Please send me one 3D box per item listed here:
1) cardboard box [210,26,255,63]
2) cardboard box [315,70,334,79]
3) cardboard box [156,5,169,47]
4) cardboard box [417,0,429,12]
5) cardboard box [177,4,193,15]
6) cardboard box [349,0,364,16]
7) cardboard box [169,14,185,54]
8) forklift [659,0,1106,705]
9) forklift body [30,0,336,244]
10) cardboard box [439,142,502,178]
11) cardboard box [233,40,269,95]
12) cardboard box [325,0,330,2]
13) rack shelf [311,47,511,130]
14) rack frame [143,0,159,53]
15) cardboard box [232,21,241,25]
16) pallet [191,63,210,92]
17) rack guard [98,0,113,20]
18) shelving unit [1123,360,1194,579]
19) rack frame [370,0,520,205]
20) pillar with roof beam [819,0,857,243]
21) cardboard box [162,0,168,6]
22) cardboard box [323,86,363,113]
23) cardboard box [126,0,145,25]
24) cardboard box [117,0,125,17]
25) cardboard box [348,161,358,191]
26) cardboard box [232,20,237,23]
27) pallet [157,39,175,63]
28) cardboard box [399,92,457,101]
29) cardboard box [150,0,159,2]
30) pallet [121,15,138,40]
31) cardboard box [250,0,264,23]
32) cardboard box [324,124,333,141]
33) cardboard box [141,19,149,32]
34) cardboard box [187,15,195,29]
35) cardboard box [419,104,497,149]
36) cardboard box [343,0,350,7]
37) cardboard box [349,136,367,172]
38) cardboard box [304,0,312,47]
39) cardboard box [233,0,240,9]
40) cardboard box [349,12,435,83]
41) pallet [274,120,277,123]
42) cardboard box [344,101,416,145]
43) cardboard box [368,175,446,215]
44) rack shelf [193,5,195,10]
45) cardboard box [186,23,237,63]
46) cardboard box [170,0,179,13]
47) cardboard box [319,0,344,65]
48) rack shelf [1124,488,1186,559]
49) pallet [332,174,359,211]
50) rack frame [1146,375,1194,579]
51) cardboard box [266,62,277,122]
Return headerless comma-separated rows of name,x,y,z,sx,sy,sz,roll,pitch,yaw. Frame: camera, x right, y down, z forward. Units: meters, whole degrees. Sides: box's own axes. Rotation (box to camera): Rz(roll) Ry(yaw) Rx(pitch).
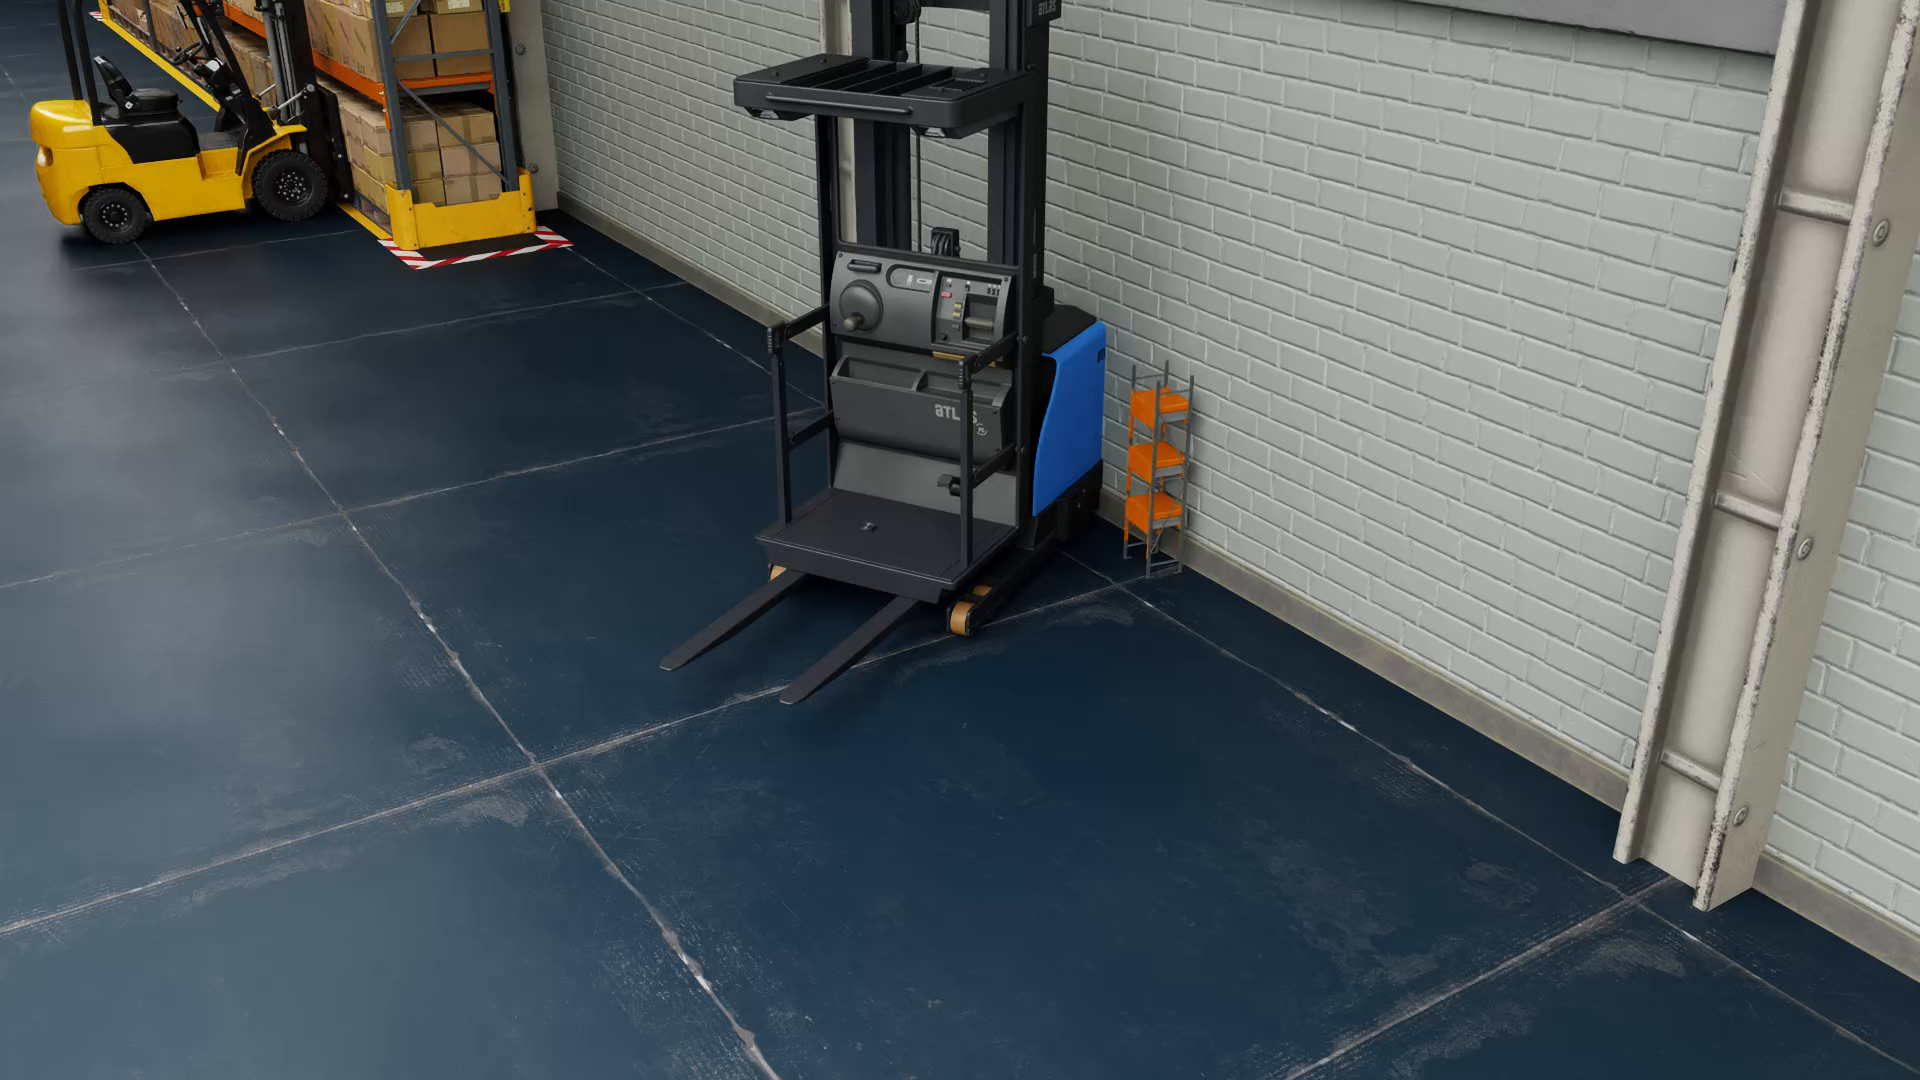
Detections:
cardboard box,-8.283,-5.718,19.640,0.875,0.625,0.625,-15,29,-28
cardboard box,-6.157,-4.365,16.041,0.500,0.250,0.500,-15,29,-29
cardboard box,-10.422,-6.905,22.300,0.500,0.500,0.500,-16,30,-30
cardboard box,-4.401,-4.561,14.021,0.380,0.149,0.250,-16,29,-30
cardboard box,-9.795,-6.780,21.275,0.380,0.149,0.250,-17,30,-32
cardboard box,-4.834,-4.449,13.784,0.380,0.149,0.250,-15,29,-29
cardboard box,-9.875,-6.539,21.524,0.500,0.500,0.500,-17,30,-31
forklift,-0.288,-1.090,7.625,1.130,2.935,3.031,13,28,25
forklift body,-6.809,-3.837,14.358,2.313,2.155,1.214,-16,29,-30
cardboard box,-4.328,-3.356,14.490,0.500,0.250,0.500,-15,29,-29
cardboard box,-7.552,-5.246,18.638,0.875,0.625,0.625,-17,30,-32
cardboard box,-5.390,-4.818,14.565,0.380,0.149,0.250,-15,29,-29
rack shelf,-5.337,-4.357,15.309,1.077,0.370,4.000,-16,29,-30
rack frame,-10.796,-8.259,22.732,1.000,3.000,0.127,-16,29,-30
cardboard box,-8.859,-6.284,20.985,0.500,0.500,0.500,-15,29,-29
pallet,-8.988,-5.844,20.881,1.003,0.211,1.213,-16,29,-30
rack guard,-12.938,-8.533,26.239,1.175,0.500,0.348,-16,29,-30
shelving unit,0.979,-0.345,8.251,0.215,1.050,0.252,-10,27,-21
rack frame,-4.245,-3.967,13.640,1.000,3.000,0.127,-16,29,-30
pillar with roof beam,-4.202,-3.990,6.661,9.100,9.000,0.400,-16,29,-30
cardboard box,-10.458,-7.252,22.274,0.380,0.149,0.250,-17,30,-32
cardboard box,-5.596,-4.000,15.268,0.500,0.250,0.500,-16,30,-31
cardboard box,-11.724,-7.823,24.243,0.700,0.500,0.500,-17,30,-31
cardboard box,-12.291,-8.194,25.030,0.700,0.500,0.500,-14,29,-27
cardboard box,-5.296,-3.369,15.103,0.500,0.250,0.500,-15,29,-29
cardboard box,-8.961,-6.612,20.920,0.380,0.149,0.250,-15,29,-29
pallet,-10.320,-6.716,22.730,1.003,0.211,1.213,-16,29,-30
cardboard box,-4.889,-3.941,15.143,0.500,0.250,0.500,-16,30,-30
cardboard box,-10.823,-7.422,22.635,0.380,0.149,0.250,-14,29,-27
pallet,-11.840,-7.681,24.774,1.003,0.211,1.213,-16,29,-30
cardboard box,-6.923,-5.449,16.956,0.500,0.250,0.500,-15,29,-28
cardboard box,-5.607,-3.783,15.392,0.500,0.250,0.500,-16,29,-30
cardboard box,-11.346,-7.291,23.528,0.380,0.149,0.250,-17,30,-31
cardboard box,-9.269,-6.390,20.448,0.380,0.149,0.250,-17,30,-32
cardboard box,-4.349,-3.582,14.382,0.500,0.250,0.500,-16,30,-30
cardboard box,-5.050,-4.647,14.204,0.380,0.149,0.250,-16,30,-30
cardboard box,-5.038,-3.423,14.631,0.500,0.250,0.500,-16,30,-30
cardboard box,-5.830,-4.860,15.415,0.500,0.500,0.500,-16,30,-30
cardboard box,-7.448,-5.813,17.725,0.500,0.250,0.500,-15,29,-29
cardboard box,-4.734,-4.127,13.862,0.500,0.500,0.500,-16,30,-31
pallet,-6.864,-4.391,17.805,1.003,0.211,1.213,-16,29,-30
cardboard box,-5.042,-3.639,14.503,0.500,0.250,0.500,-15,29,-29
cardboard box,-4.766,-3.008,14.338,0.500,0.250,0.500,-15,29,-29
rack shelf,-9.704,-7.219,21.371,1.077,0.370,4.000,-16,29,-30
cardboard box,-9.288,-6.171,20.744,0.500,0.500,0.500,-16,30,-30
cardboard box,-10.058,-6.970,21.676,0.380,0.149,0.250,-14,29,-28
cardboard box,-5.289,-4.498,14.648,0.500,0.500,0.500,-16,30,-31
rack shelf,0.979,-0.084,8.374,0.215,0.259,0.240,-10,27,-21
pallet,-5.360,-3.406,15.718,1.003,0.211,1.213,-16,29,-30
rack frame,1.027,-0.297,8.149,0.200,1.050,0.008,-10,27,-21
cardboard box,-6.723,-4.698,17.478,0.875,0.625,0.625,-14,29,-27
